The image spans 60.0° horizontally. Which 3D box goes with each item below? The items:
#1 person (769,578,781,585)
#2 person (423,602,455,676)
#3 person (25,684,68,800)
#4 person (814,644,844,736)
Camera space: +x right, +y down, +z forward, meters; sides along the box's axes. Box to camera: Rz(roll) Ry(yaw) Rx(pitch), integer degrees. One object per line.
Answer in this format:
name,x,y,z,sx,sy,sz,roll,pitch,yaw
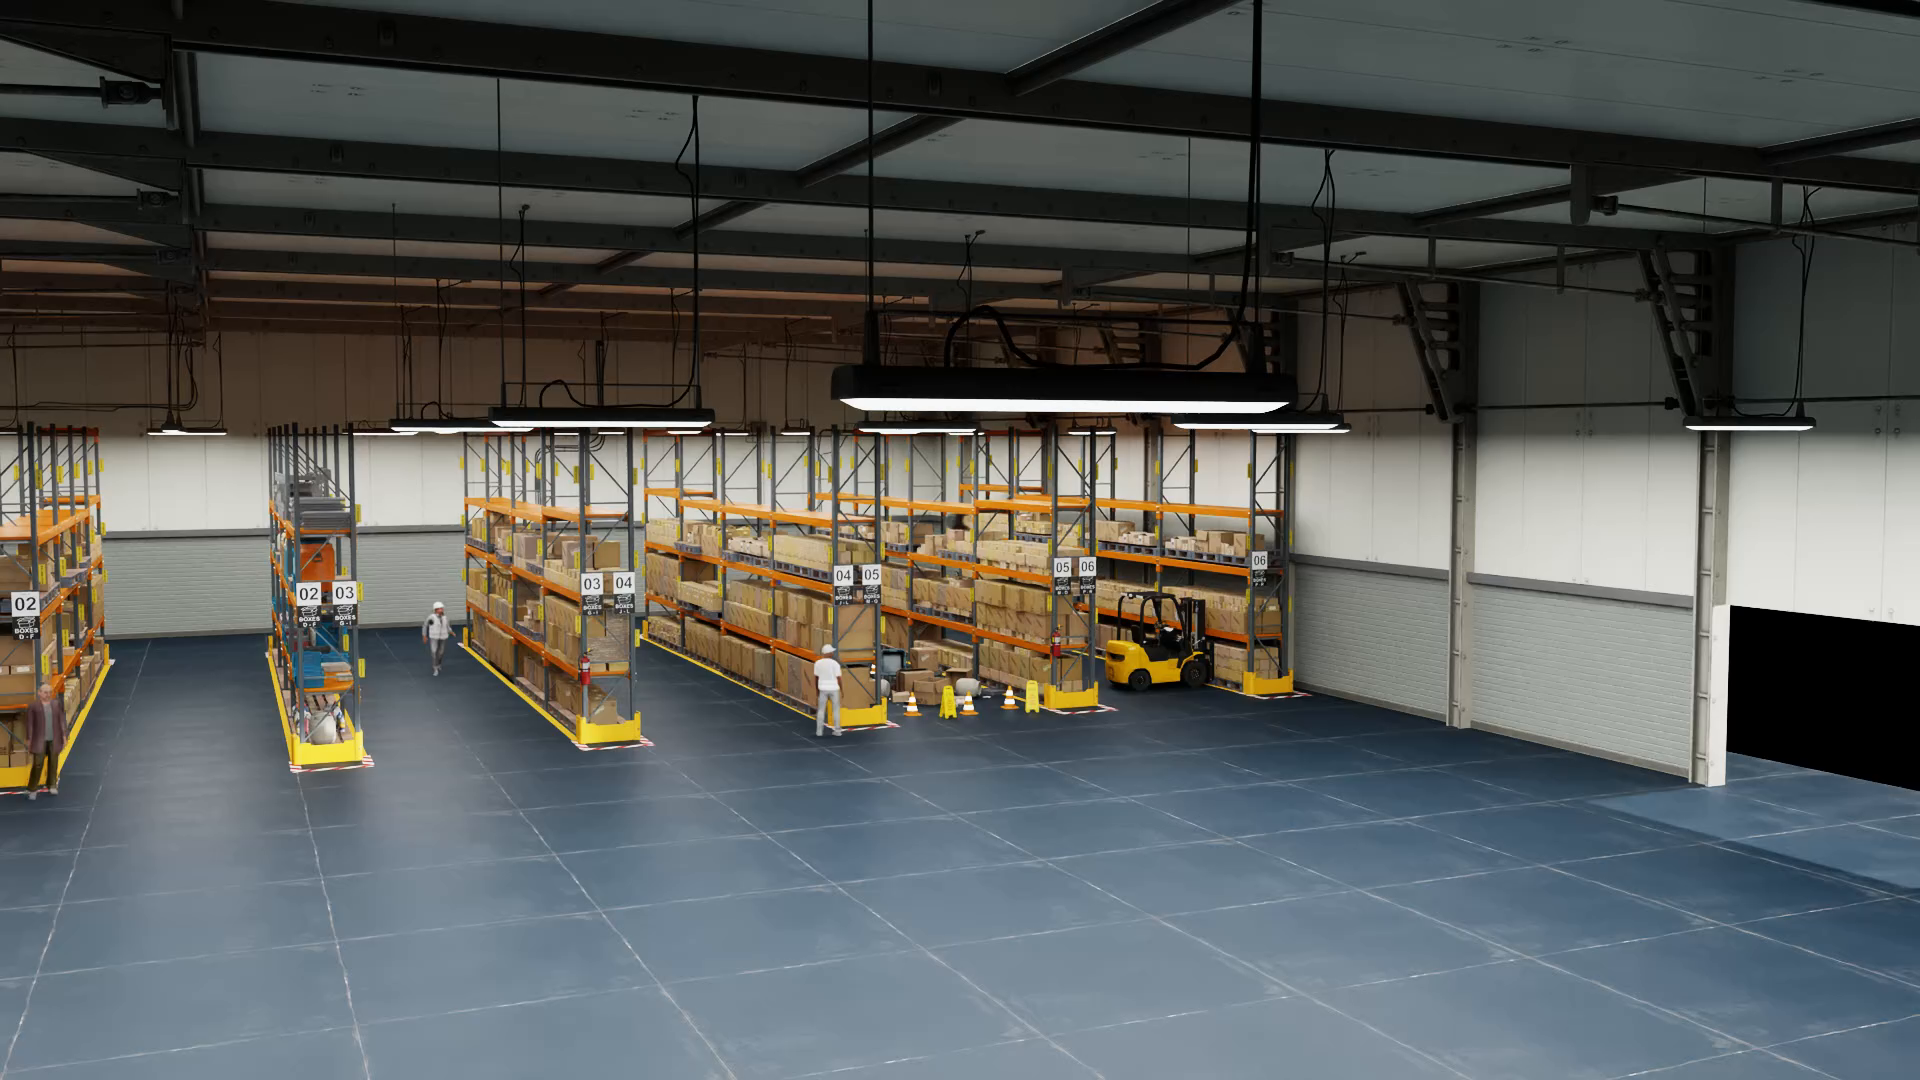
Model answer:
person,-5.936,1.656,53.093,0.682,1.631,0.451,1,4,22
person,-12.717,2.389,40.545,0.731,1.754,0.992,-2,4,-24
person,-14.618,3.199,26.643,0.407,1.780,0.613,3,5,40
person,-2.516,2.883,31.995,0.585,1.767,0.432,0,4,7
